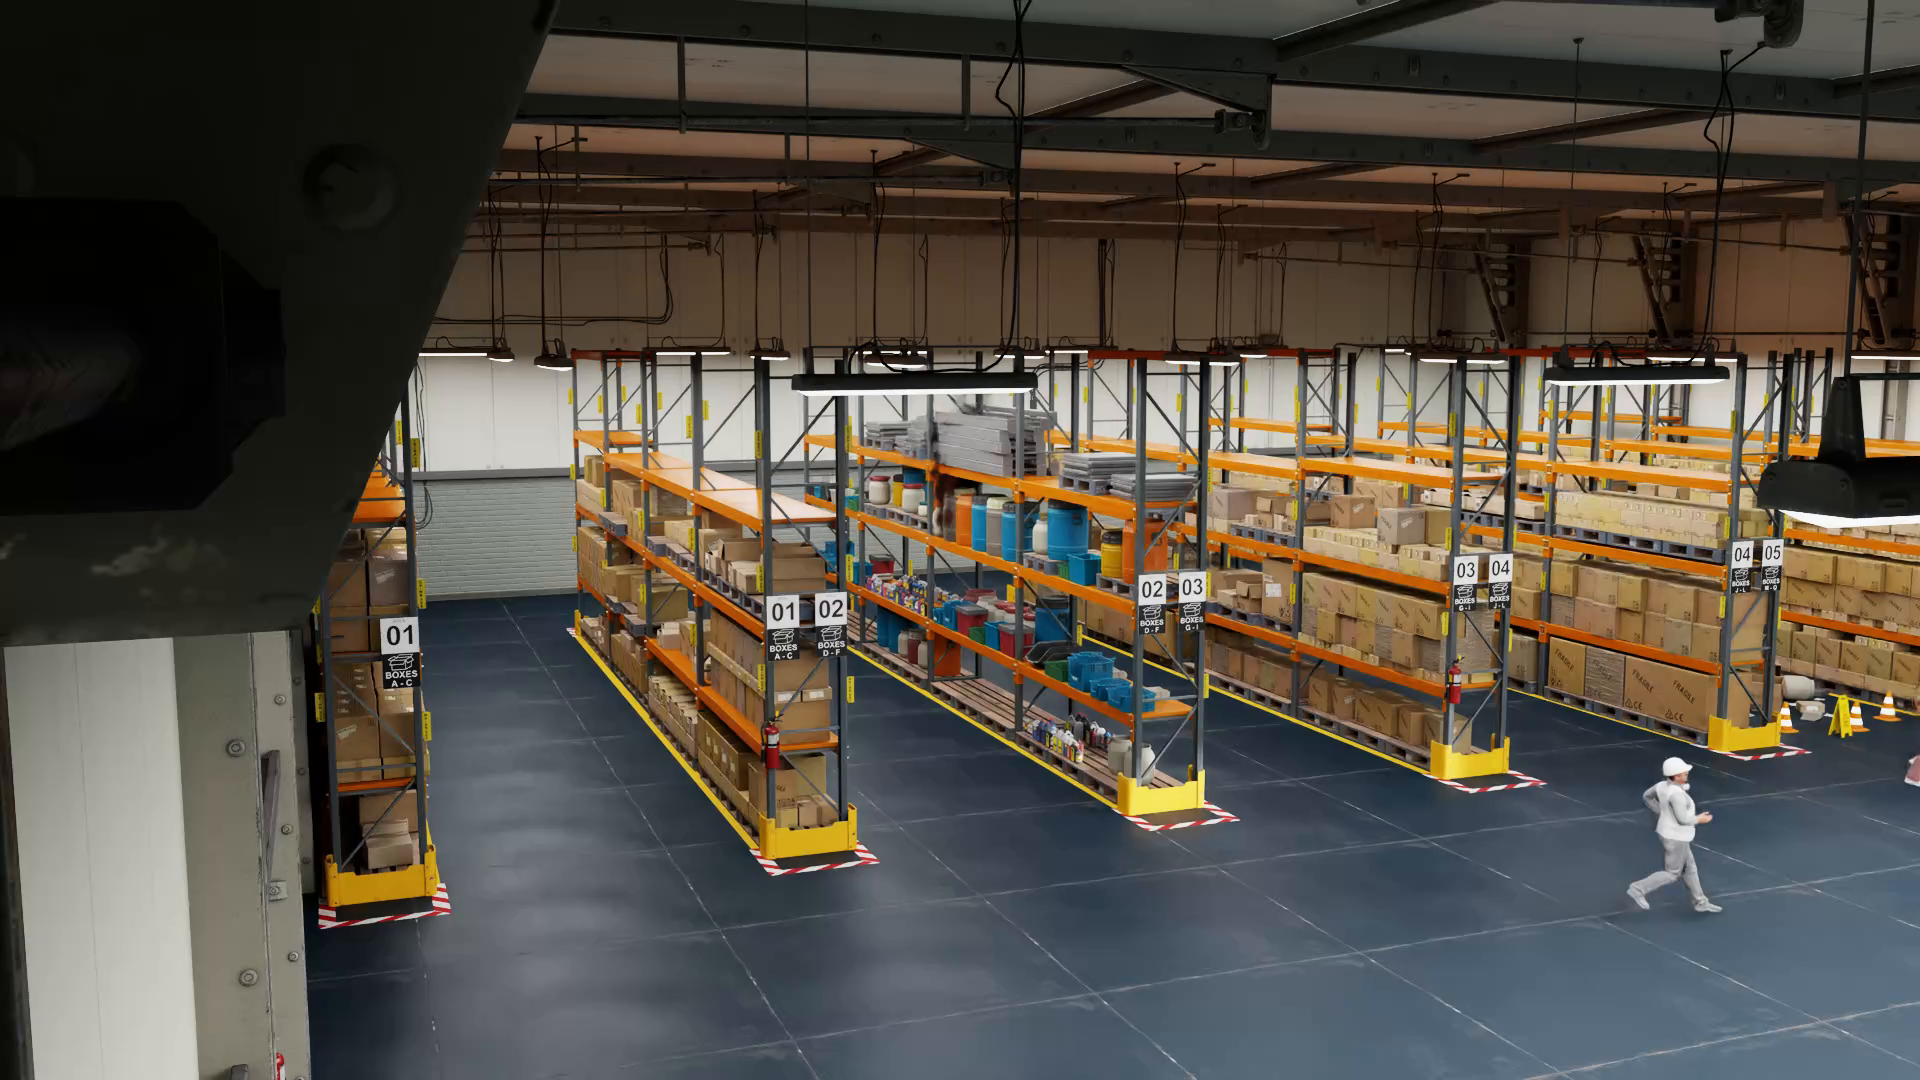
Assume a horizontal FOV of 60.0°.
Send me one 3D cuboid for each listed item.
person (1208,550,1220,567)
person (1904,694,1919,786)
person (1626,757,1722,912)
[{"bbox_3d":[6.424,0.354,41.476,0.716,1.749,0.683,1,7,9],"label":"person"},{"bbox_3d":[13.594,2.644,23.223,0.612,1.625,0.562,4,8,27],"label":"person"},{"bbox_3d":[7.779,3.202,18.020,1.054,1.732,0.672,1,7,7],"label":"person"}]
